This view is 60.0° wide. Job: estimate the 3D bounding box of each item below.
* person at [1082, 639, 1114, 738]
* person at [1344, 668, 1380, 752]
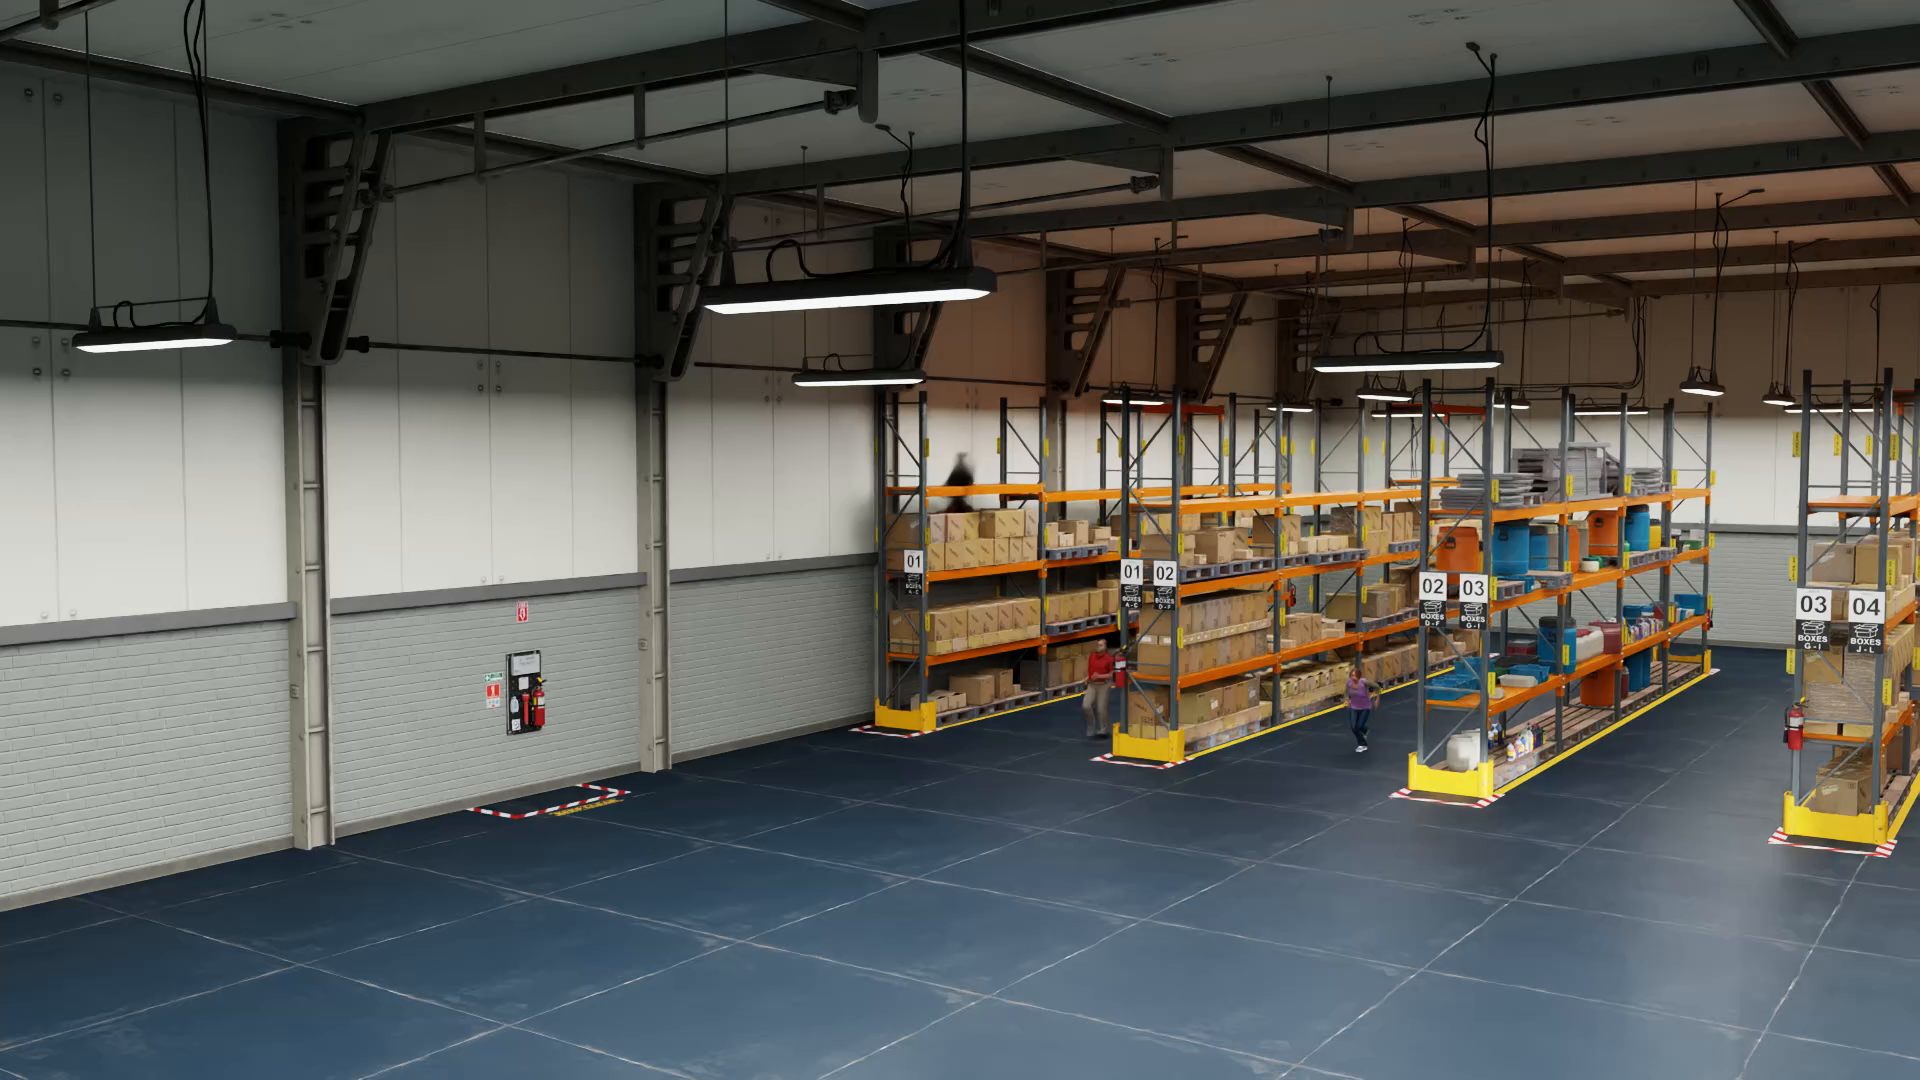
[{"bbox_3d":[2.408,2.574,28.684,0.629,1.730,0.668,2,4,29],"label":"person"},{"bbox_3d":[6.564,2.778,27.179,0.565,1.437,0.763,2,4,29],"label":"person"}]
